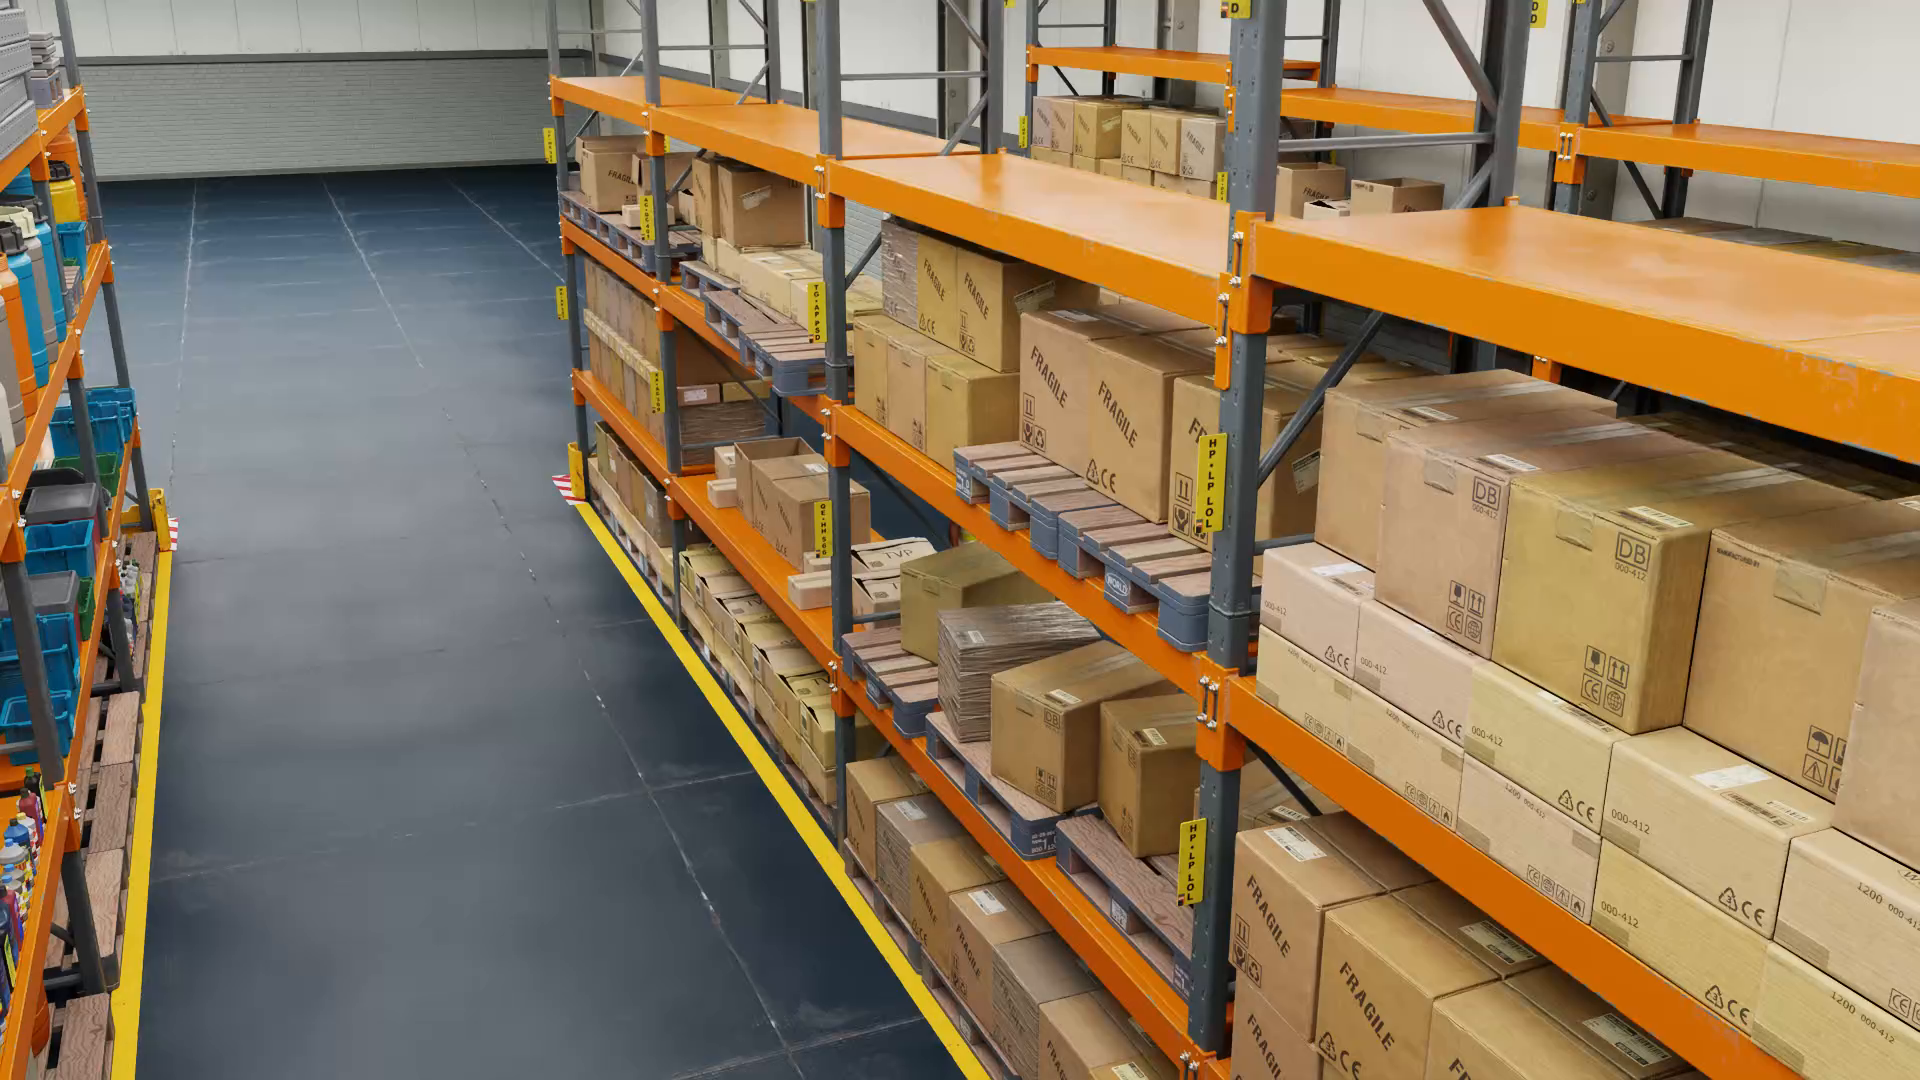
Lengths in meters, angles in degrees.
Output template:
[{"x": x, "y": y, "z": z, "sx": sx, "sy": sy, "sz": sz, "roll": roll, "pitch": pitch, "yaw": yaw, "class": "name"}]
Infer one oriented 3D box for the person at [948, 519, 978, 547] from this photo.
[{"x": 0.216, "y": 0.092, "z": 12.567, "sx": 0.628, "sy": 1.761, "sz": 0.456, "roll": -8, "pitch": 20, "yaw": -21, "class": "person"}]
